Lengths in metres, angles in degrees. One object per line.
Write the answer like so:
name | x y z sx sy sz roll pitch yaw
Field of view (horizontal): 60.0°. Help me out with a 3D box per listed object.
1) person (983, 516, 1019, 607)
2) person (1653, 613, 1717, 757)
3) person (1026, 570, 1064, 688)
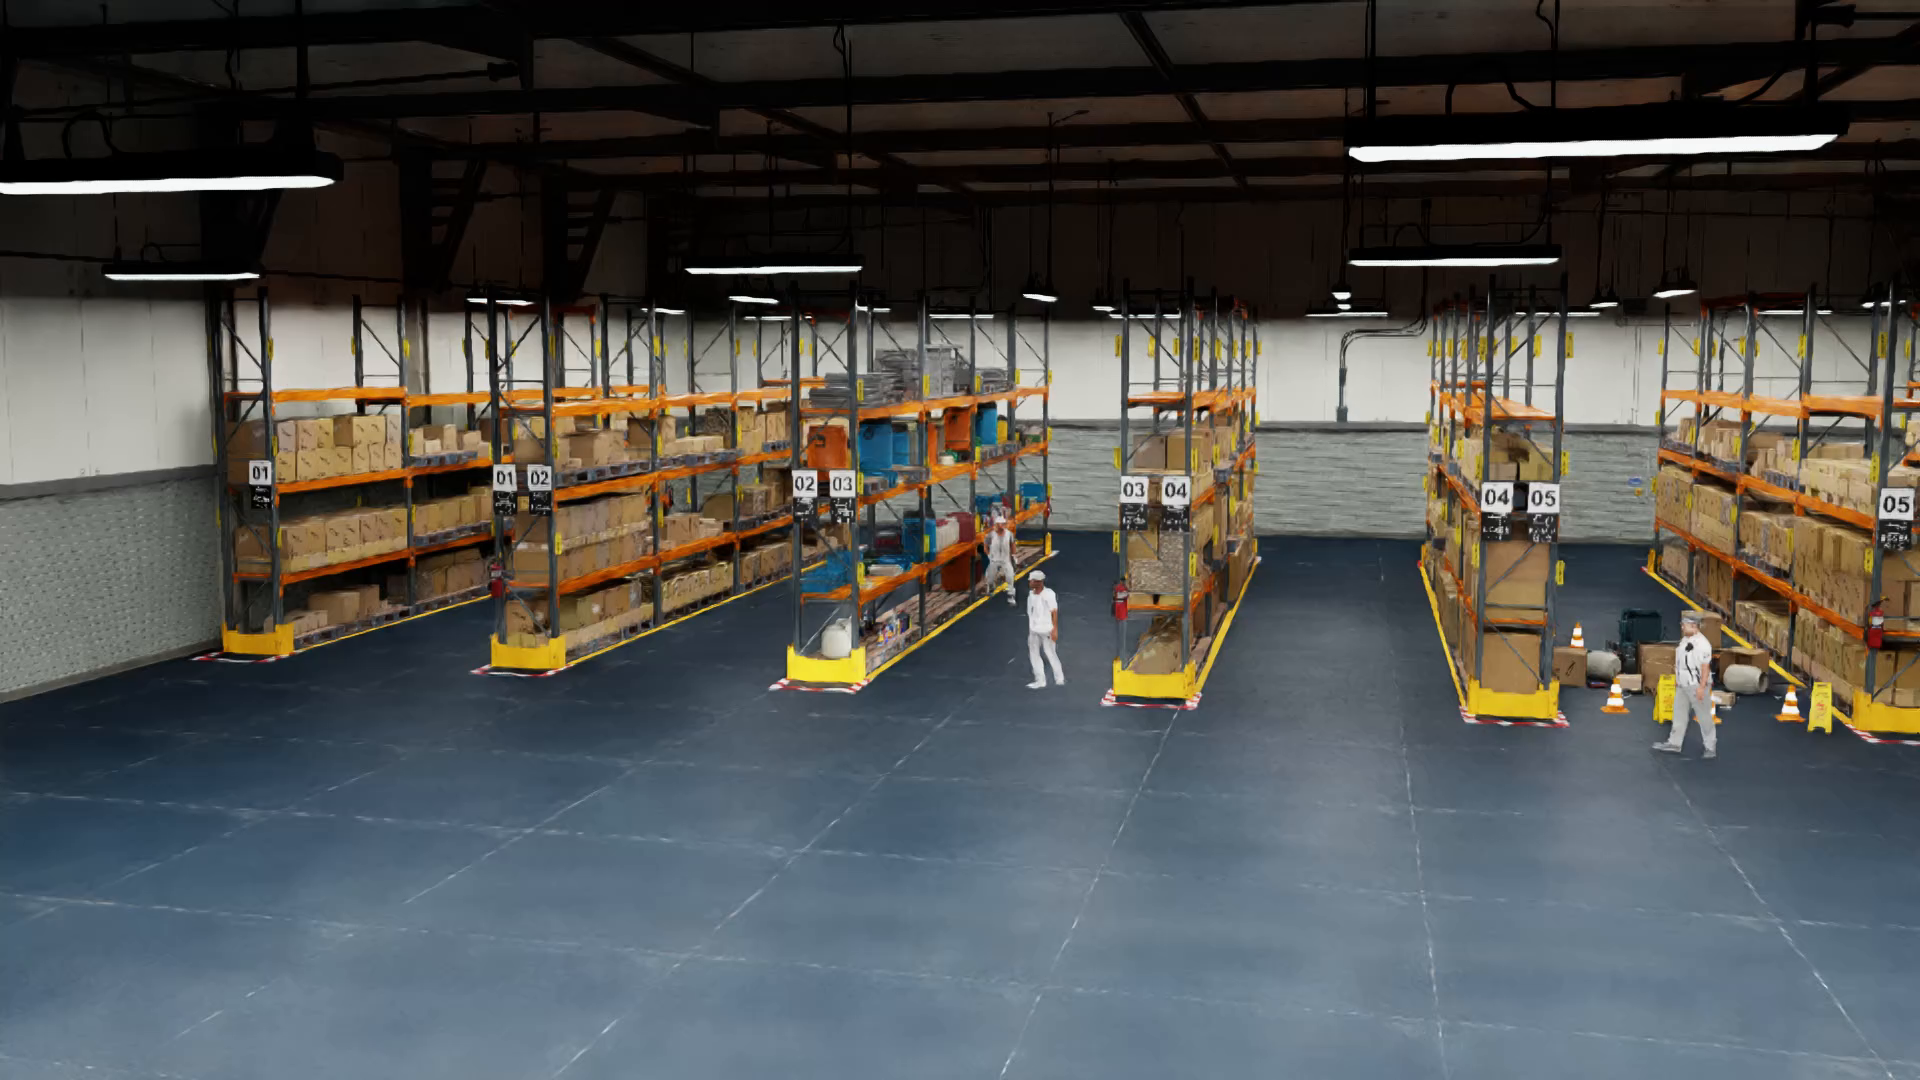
person | 0.759 0.386 31.387 0.677 1.721 0.856 0 7 -3
person | 9.016 1.776 20.568 0.625 1.742 0.674 -1 7 -8
person | 1.258 1.312 24.657 0.569 1.752 0.603 -6 9 -40
